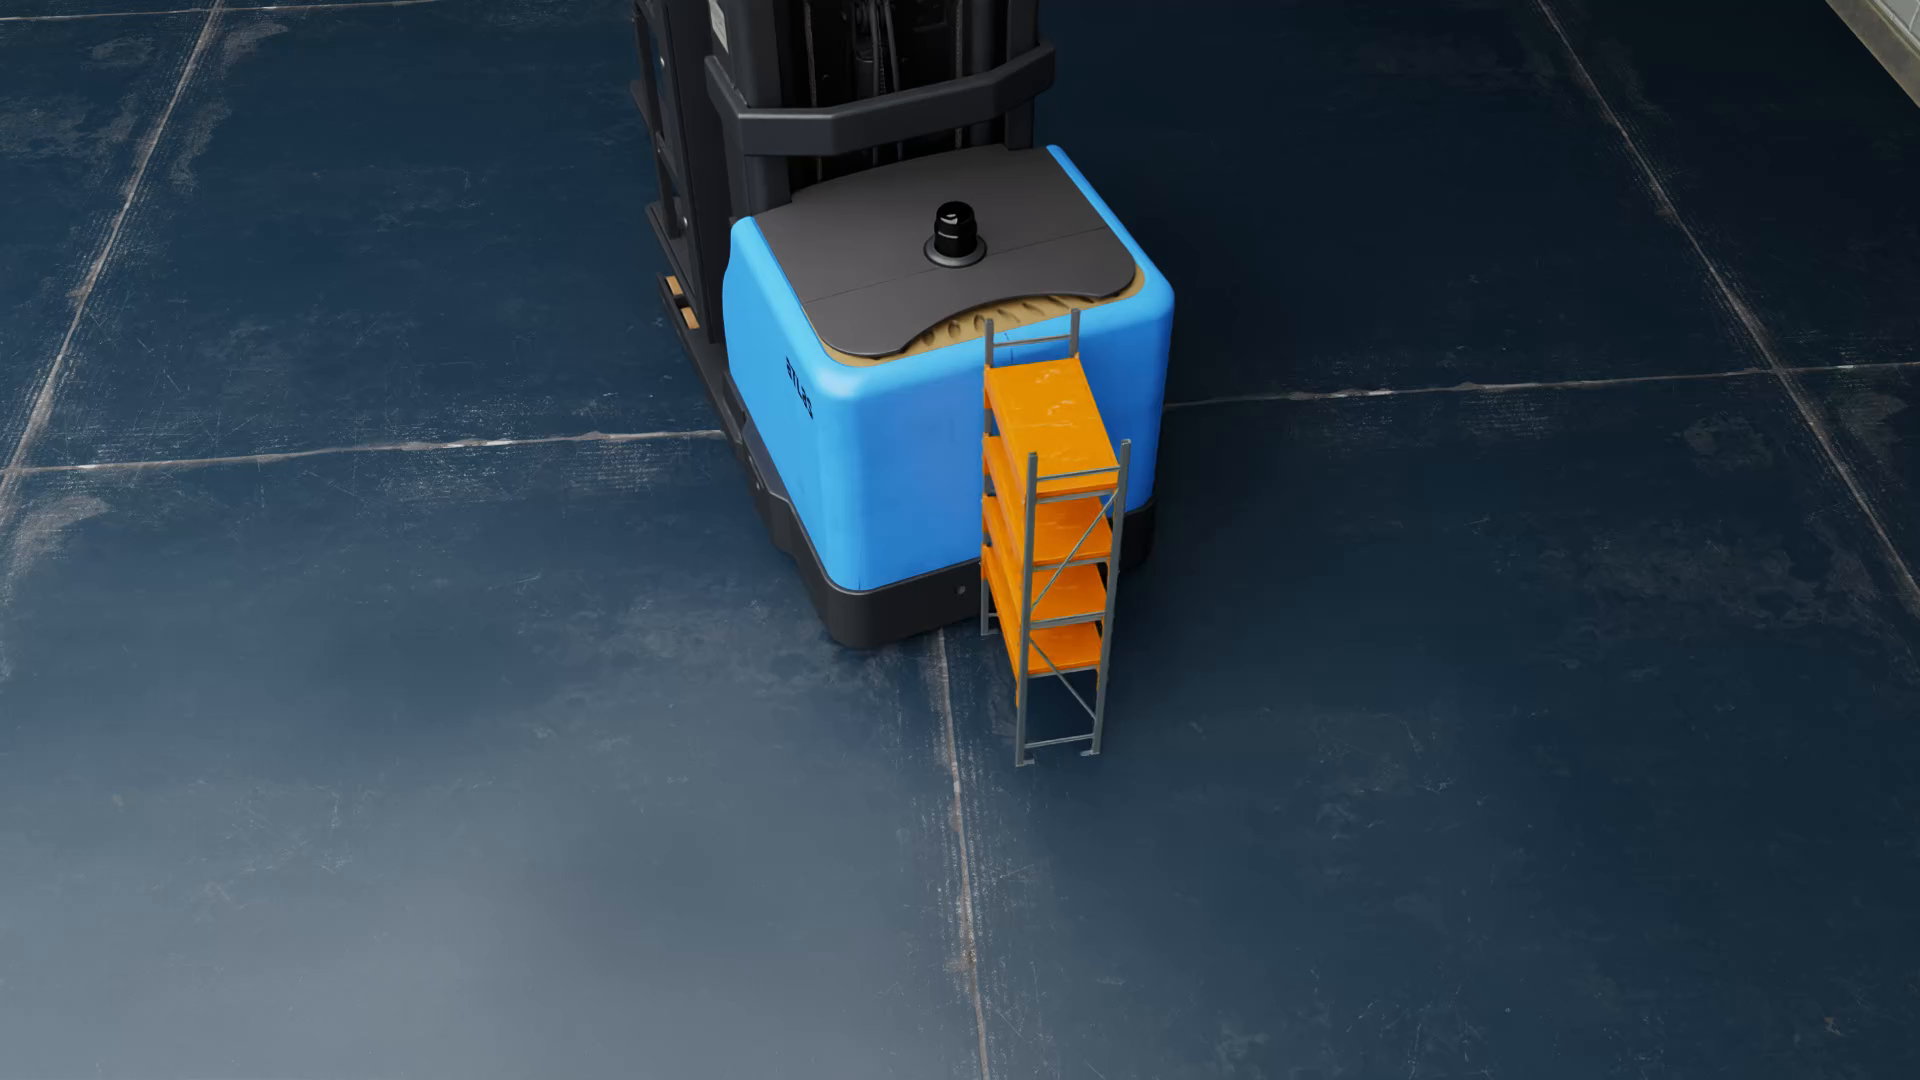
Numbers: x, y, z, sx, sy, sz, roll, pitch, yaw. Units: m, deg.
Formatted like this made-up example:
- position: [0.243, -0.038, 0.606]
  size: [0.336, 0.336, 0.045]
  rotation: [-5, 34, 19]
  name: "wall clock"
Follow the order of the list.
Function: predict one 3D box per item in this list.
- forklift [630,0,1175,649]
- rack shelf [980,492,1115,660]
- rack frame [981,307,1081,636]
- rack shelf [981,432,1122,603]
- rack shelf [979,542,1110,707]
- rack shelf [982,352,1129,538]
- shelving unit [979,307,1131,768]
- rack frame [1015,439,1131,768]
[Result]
- position: [-0.437, -1.778, 4.915]
  size: [1.130, 2.935, 3.031]
  rotation: [-17, 49, -15]
  name: "forklift"
- position: [0.227, 0.074, 4.446]
  size: [0.258, 0.148, 0.480]
  rotation: [-8, 47, -7]
  name: "rack shelf"
- position: [0.181, -0.146, 4.562]
  size: [0.240, 1.200, 0.015]
  rotation: [-8, 47, -7]
  name: "rack frame"
- position: [0.227, -0.080, 4.284]
  size: [0.258, 0.148, 0.480]
  rotation: [-8, 47, -7]
  name: "rack shelf"
- position: [0.227, 0.211, 4.590]
  size: [0.258, 0.148, 0.480]
  rotation: [-8, 47, -7]
  name: "rack shelf"
- position: [0.227, -0.242, 4.112]
  size: [0.258, 0.148, 0.480]
  rotation: [-8, 47, -7]
  name: "rack shelf"
- position: [0.227, 0.028, 4.397]
  size: [0.258, 1.200, 0.503]
  rotation: [-8, 47, -7]
  name: "shelving unit"
- position: [0.274, 0.202, 4.232]
  size: [0.240, 1.200, 0.015]
  rotation: [-8, 47, -7]
  name: "rack frame"
